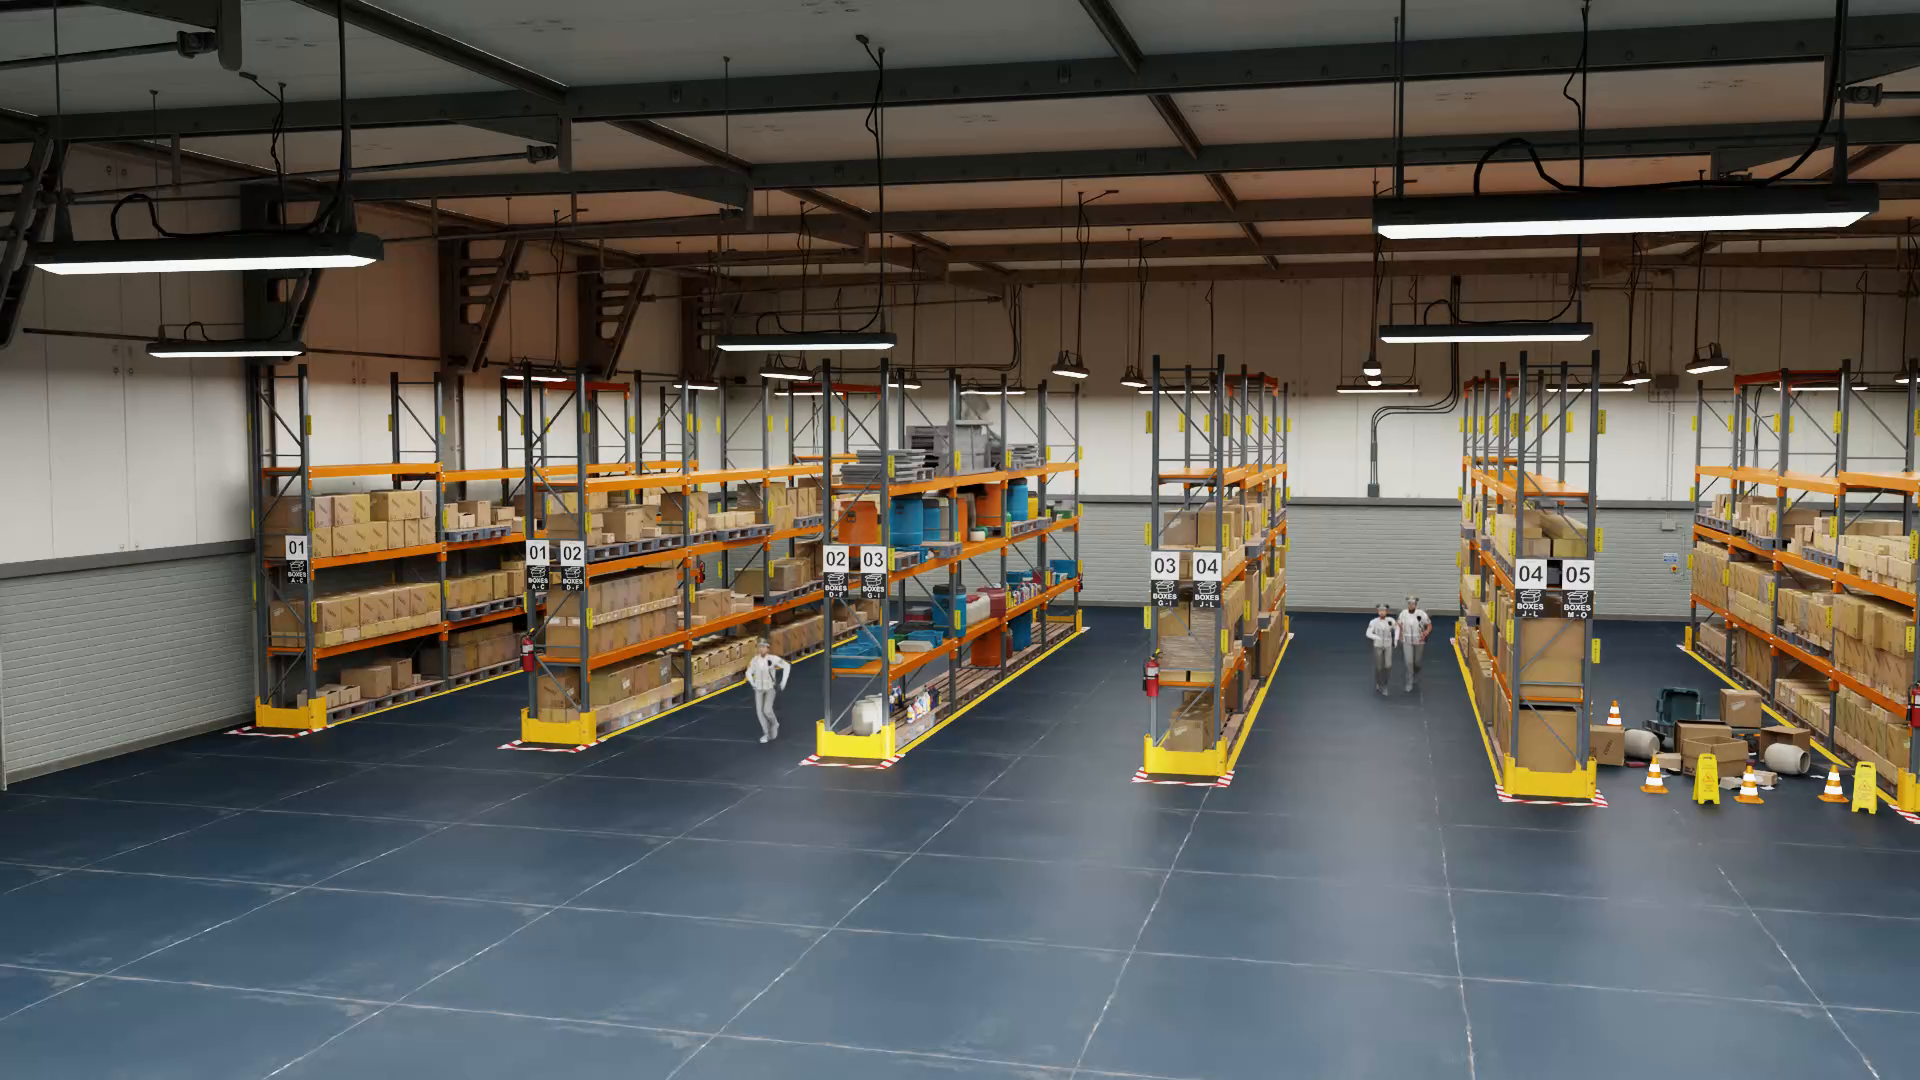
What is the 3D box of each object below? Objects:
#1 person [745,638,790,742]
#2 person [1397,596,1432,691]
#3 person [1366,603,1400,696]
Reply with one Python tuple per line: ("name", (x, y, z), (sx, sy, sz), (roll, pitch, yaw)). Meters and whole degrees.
("person", (-3.066, 2.364, 26.177), (0.684, 1.662, 0.564), (1, 4, 14))
("person", (8.642, 1.943, 31.658), (0.661, 1.795, 0.784), (1, 4, 19))
("person", (7.881, 2.035, 30.993), (0.612, 1.736, 0.714), (1, 4, 15))
